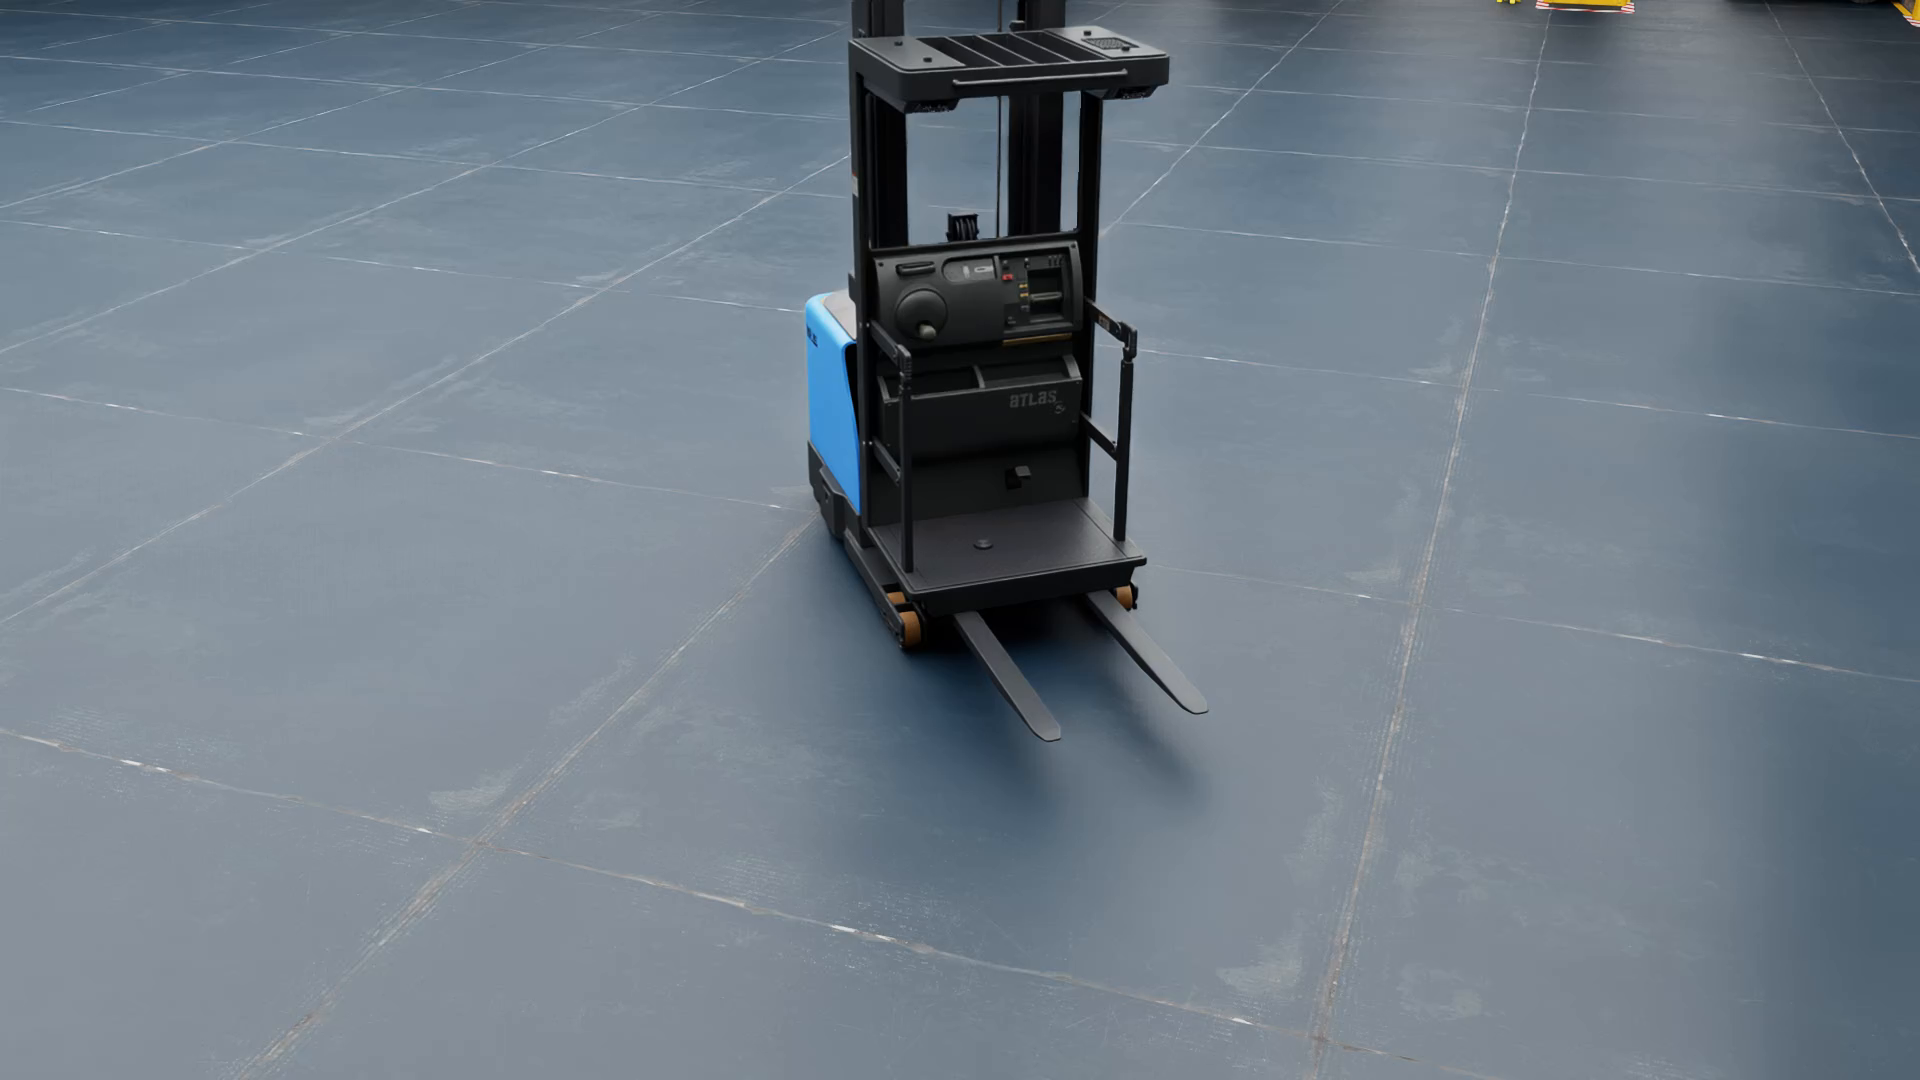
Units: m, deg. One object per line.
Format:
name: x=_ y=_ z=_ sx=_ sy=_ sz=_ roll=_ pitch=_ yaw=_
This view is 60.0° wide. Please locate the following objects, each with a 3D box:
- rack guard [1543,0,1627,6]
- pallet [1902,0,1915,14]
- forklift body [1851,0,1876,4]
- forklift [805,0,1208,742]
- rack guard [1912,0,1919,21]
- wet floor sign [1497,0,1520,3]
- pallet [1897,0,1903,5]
rack guard: x=9.313 y=-8.236 z=24.687 sx=1.175 sy=0.500 sz=0.348 roll=9 pitch=27 yaw=17
pallet: x=14.185 y=-7.677 z=23.863 sx=1.003 sy=0.211 sz=1.213 roll=9 pitch=27 yaw=17
forklift body: x=12.881 y=-9.273 z=24.935 sx=2.313 sy=2.155 sz=1.214 roll=9 pitch=27 yaw=17
forklift: x=0.159 y=-1.041 z=7.037 sx=1.130 sy=2.935 sz=3.031 roll=-8 pitch=27 yaw=-17
rack guard: x=13.962 y=-7.477 z=23.118 sx=1.175 sy=0.500 sz=0.348 roll=9 pitch=27 yaw=17
wet floor sign: x=8.216 y=-8.347 z=24.750 sx=0.267 sy=0.644 sz=0.232 roll=20 pitch=32 yaw=35
pallet: x=14.593 y=-8.177 z=24.895 sx=1.003 sy=0.211 sz=1.213 roll=9 pitch=27 yaw=17
